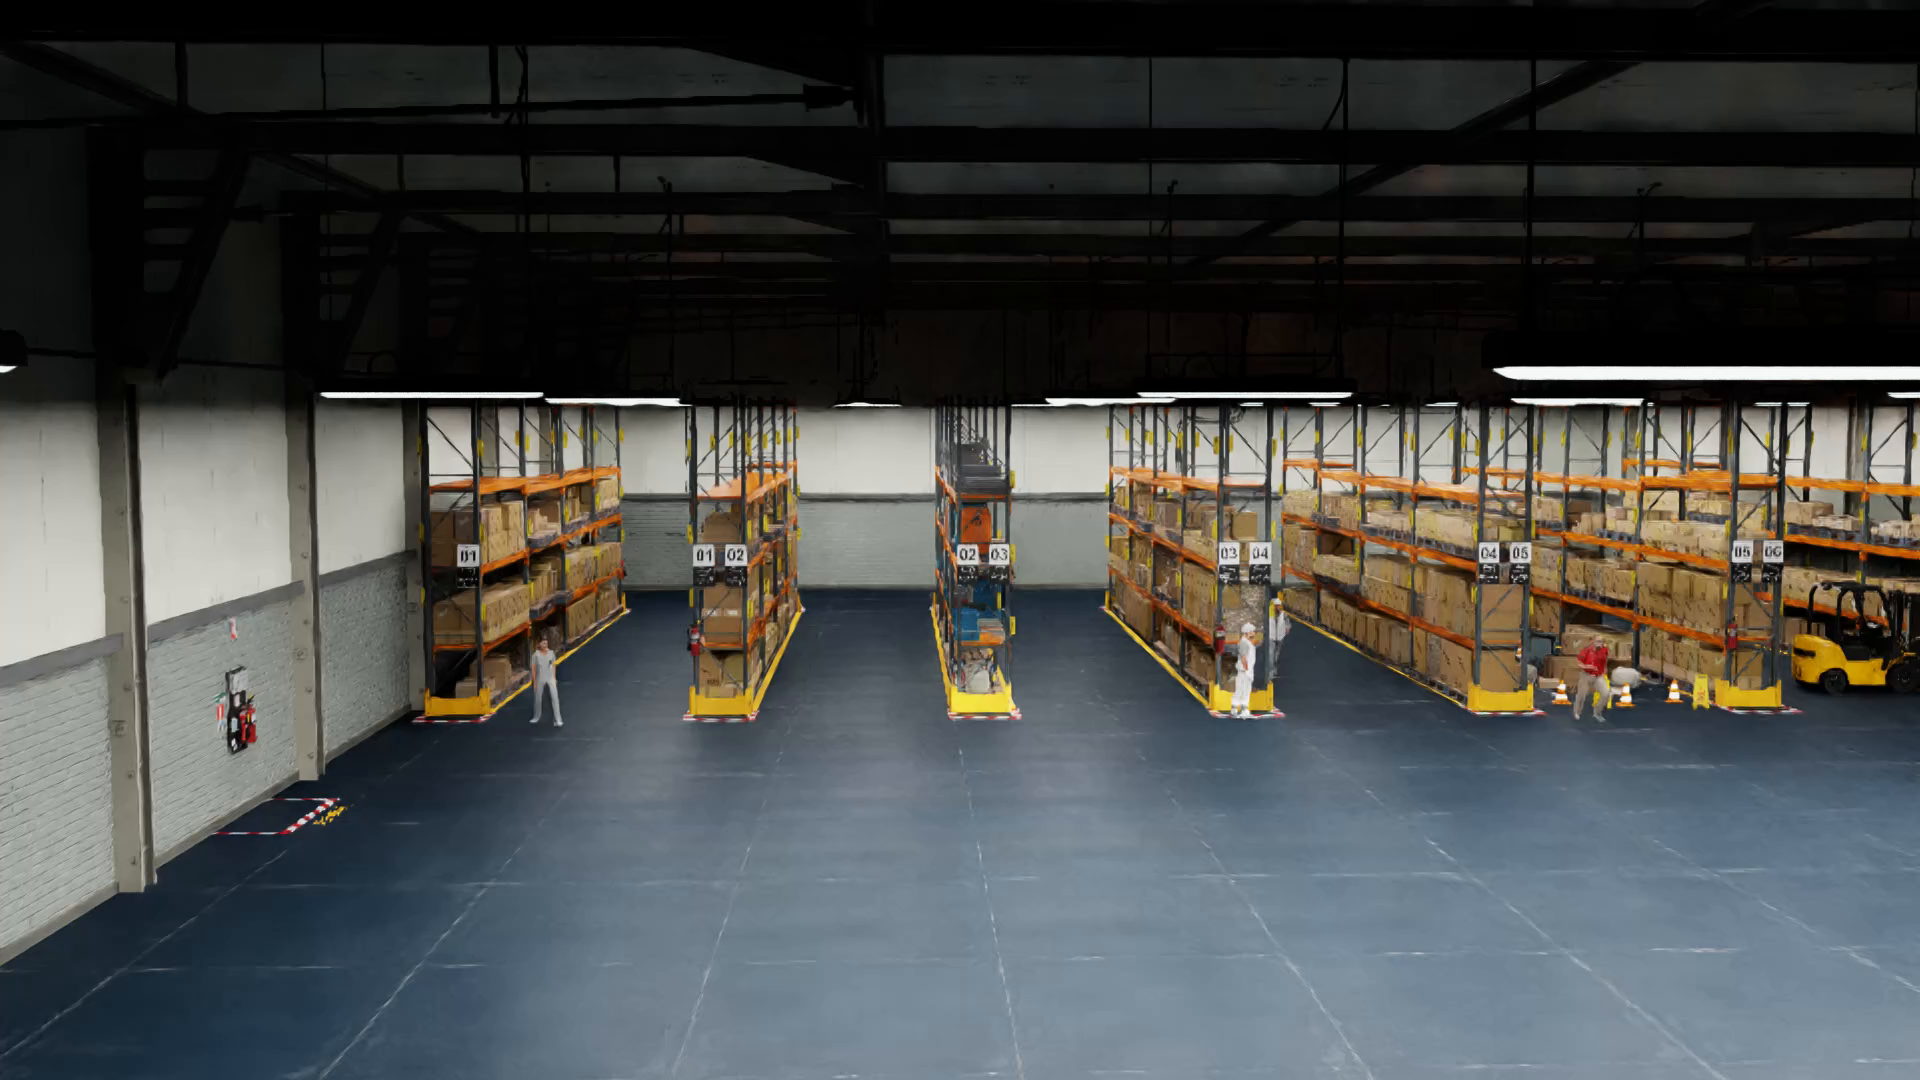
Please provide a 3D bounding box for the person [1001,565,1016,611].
[{"bbox_3d":[1.311,1.235,47.313,0.560,1.527,0.820,-1,5,-7],"label":"person"}]

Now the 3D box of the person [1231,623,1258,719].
[{"bbox_3d":[5.242,2.418,30.668,0.507,1.791,0.528,3,5,30],"label":"person"}]

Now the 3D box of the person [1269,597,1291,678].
[{"bbox_3d":[6.732,2.066,35.595,0.686,1.704,0.867,0,5,-6],"label":"person"}]

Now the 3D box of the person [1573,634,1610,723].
[{"bbox_3d":[11.553,2.513,30.328,0.655,1.641,0.937,0,5,3],"label":"person"}]

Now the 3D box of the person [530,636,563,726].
[{"bbox_3d":[-7.500,2.535,30.038,0.483,1.618,0.902,-2,5,-26],"label":"person"}]
